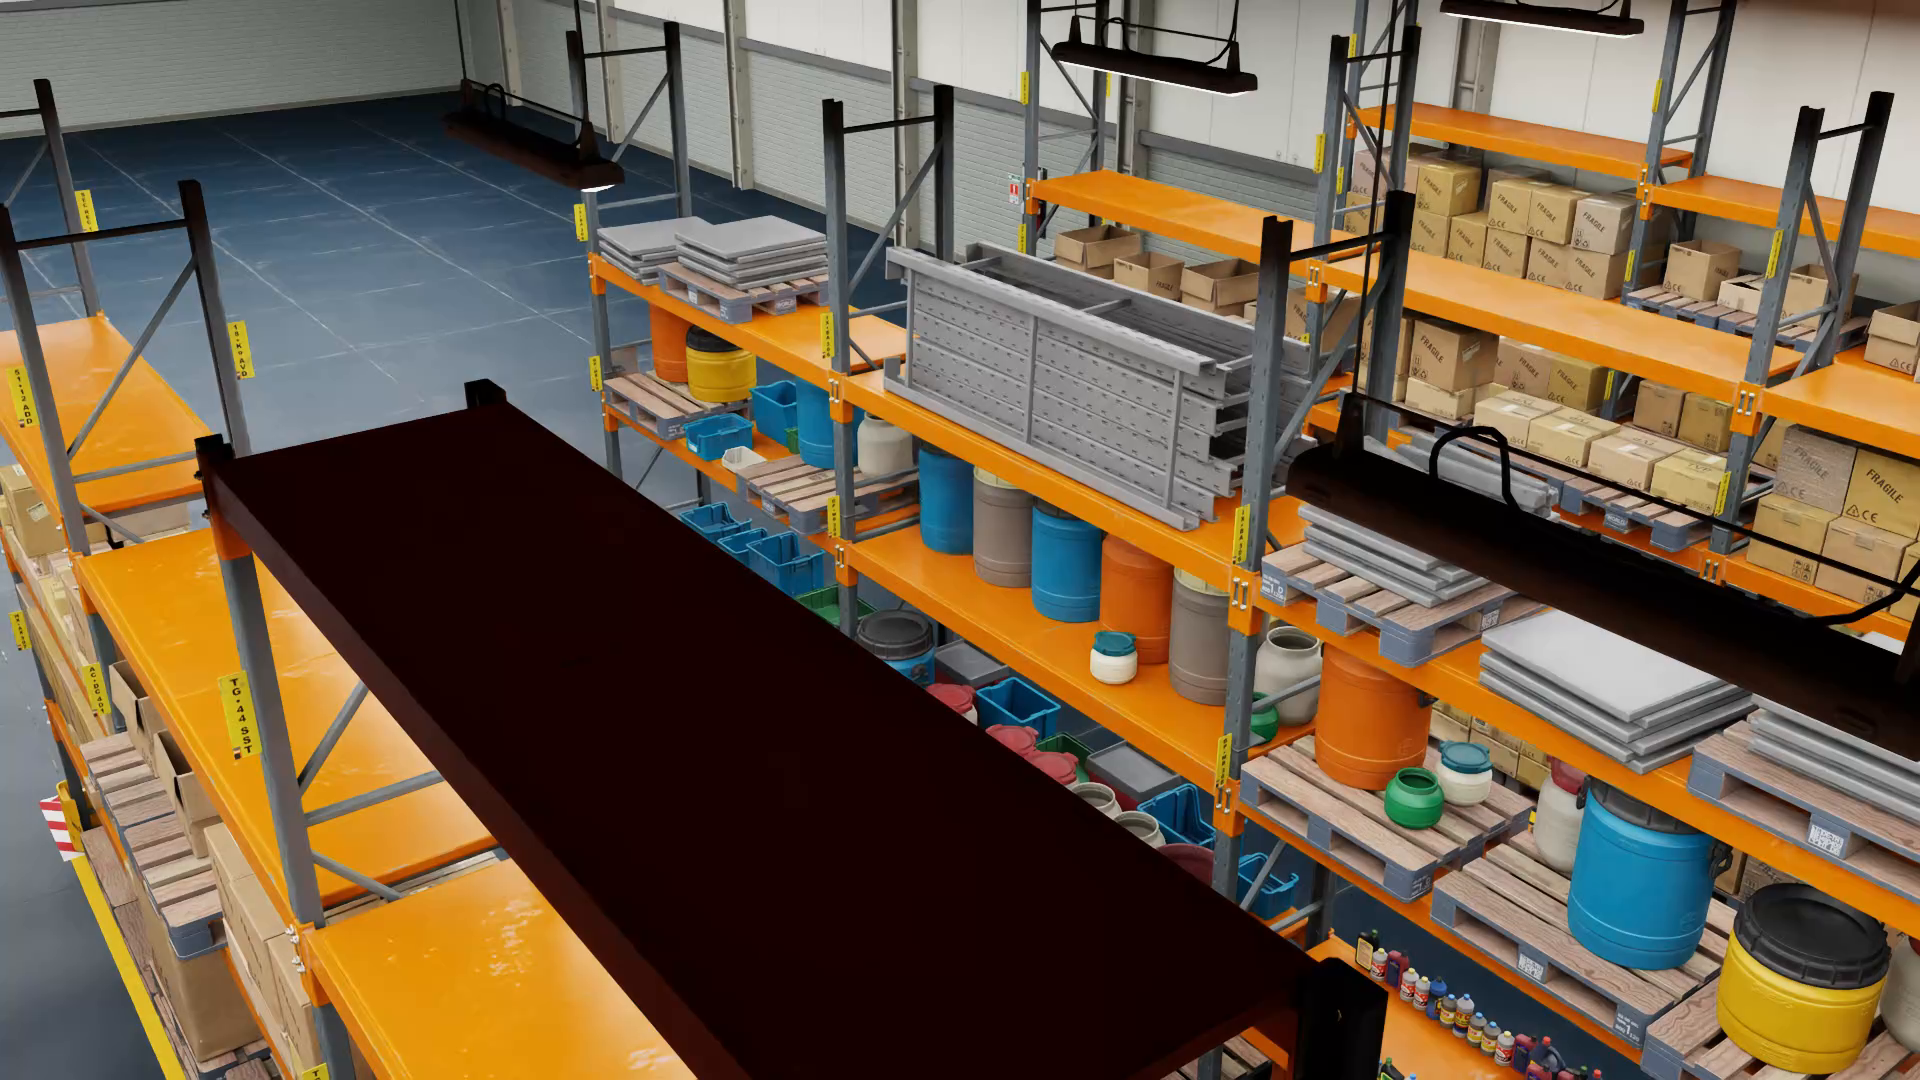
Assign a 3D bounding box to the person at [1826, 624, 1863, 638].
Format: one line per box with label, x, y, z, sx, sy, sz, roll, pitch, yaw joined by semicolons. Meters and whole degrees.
person;8.062;0.809;15.248;0.490;1.663;0.480;-5;25;-11
